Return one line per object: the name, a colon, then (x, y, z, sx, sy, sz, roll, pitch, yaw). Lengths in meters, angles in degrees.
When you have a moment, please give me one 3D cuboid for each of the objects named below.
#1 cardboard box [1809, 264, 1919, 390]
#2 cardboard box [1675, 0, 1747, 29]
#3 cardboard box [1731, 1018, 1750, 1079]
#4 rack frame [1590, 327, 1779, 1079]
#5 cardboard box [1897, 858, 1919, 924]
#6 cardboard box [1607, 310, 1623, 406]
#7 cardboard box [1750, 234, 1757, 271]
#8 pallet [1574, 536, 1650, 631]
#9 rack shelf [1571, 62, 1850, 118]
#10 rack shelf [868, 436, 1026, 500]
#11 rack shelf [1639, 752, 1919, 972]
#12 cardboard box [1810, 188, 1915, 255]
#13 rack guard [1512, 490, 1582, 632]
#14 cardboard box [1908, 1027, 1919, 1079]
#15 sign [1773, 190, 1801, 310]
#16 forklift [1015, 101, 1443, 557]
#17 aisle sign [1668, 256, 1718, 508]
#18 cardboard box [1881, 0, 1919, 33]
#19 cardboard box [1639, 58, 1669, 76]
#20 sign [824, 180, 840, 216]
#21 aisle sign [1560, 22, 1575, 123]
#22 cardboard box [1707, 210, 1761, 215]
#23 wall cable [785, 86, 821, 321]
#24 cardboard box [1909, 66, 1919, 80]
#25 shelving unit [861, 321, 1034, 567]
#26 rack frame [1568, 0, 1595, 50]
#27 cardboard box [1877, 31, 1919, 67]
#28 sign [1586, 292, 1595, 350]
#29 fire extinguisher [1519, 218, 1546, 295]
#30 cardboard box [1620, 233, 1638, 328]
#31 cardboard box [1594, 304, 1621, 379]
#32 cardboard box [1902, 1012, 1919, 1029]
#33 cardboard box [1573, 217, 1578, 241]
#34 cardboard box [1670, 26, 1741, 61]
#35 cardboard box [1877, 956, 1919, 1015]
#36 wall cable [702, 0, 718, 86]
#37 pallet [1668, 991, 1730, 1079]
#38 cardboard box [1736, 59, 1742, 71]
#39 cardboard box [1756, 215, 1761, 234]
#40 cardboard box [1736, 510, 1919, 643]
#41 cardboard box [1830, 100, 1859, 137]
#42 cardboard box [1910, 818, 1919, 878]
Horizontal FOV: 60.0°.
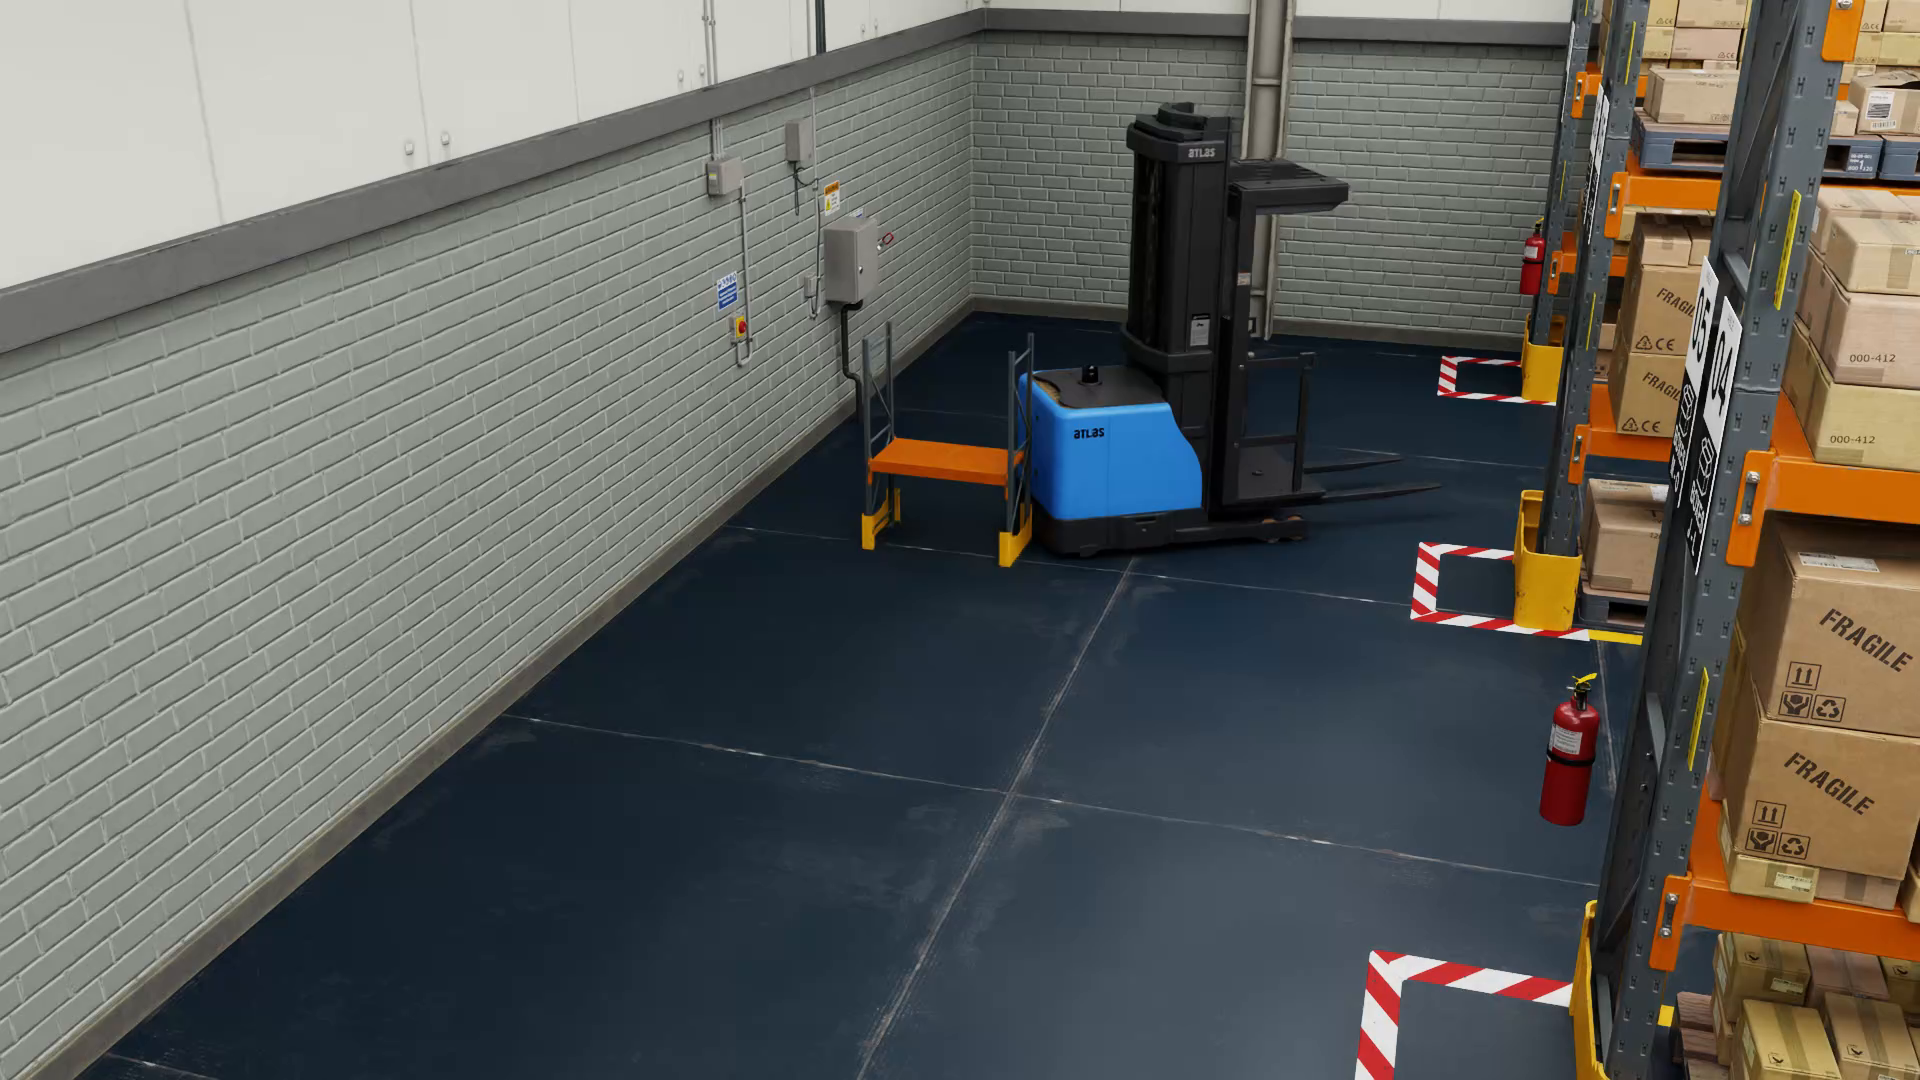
cardboard box: (2.857, -0.633, 4.947, 0.500, 0.250, 0.500, 7, 23, 16)
cardboard box: (6.099, -4.325, 13.556, 0.500, 0.250, 0.500, 6, 23, 15)
cardboard box: (2.929, 1.911, 5.970, 0.250, 0.149, 0.380, 8, 23, 18)
rack frame: (2.502, 0.773, 5.933, 0.127, 3.000, 1.000, 7, 23, 16)
cardboard box: (3.215, 1.106, 5.453, 0.250, 0.149, 0.380, 6, 23, 14)
cardboard box: (4.373, -1.126, 10.431, 0.500, 0.500, 0.500, 7, 23, 16)
cardboard box: (4.582, -1.633, 9.494, 0.250, 0.149, 0.380, 7, 23, 17)
pallet: (4.623, 0.313, 10.729, 1.213, 0.211, 1.003, 7, 23, 16)
rack shelf: (7.180, -3.676, 13.775, 4.000, 0.370, 1.077, 7, 23, 16)
rack shelf: (-0.078, -0.507, 11.503, 1.000, 0.185, 0.538, 7, 23, 16)
rack shelf: (4.417, 1.325, 5.535, 4.000, 0.370, 1.077, 7, 23, 16)
cardboard box: (2.905, -1.031, 5.393, 0.250, 0.149, 0.380, 6, 23, 15)
rack guard: (3.812, 0.117, 10.825, 0.348, 0.500, 1.175, 7, 23, 16)
cardboard box: (3.408, 1.864, 5.692, 0.250, 0.149, 0.380, 6, 23, 15)
sign: (2.345, -0.822, 4.717, 0.005, 0.325, 0.100, 7, 23, 16)
forklift: (1.979, -1.525, 11.625, 3.031, 2.935, 1.130, -6, 23, -13)
aisle sign: (2.519, -0.547, 5.725, 0.004, 0.787, 0.394, 7, 23, 16)
cardboard box: (7.571, -4.168, 13.173, 0.500, 0.250, 0.500, 7, 23, 16)
cardboard box: (5.762, -3.973, 13.882, 0.250, 0.149, 0.380, 7, 23, 16)
sign: (-1.038, -2.778, 13.502, 0.001, 0.242, 0.339, 7, 23, 16)
aisle sign: (5.115, -3.944, 14.007, 0.004, 0.787, 0.394, 7, 23, 16)
cardboard box: (6.591, -2.651, 14.087, 0.500, 0.250, 0.500, 6, 23, 14)
wall cable: (-1.172, -2.633, 12.897, 0.122, 1.984, 0.588, 7, 23, 16)
cardboard box: (7.696, -3.735, 13.300, 0.250, 0.149, 0.380, 7, 23, 17)
shelving unit: (-0.086, -0.674, 11.437, 1.083, 1.500, 0.587, 7, 23, 16)
rack frame: (5.265, -5.616, 13.603, 0.127, 3.000, 1.000, 7, 23, 16)
cardboard box: (7.573, -3.933, 13.259, 0.500, 0.250, 0.500, 7, 23, 17)
sign: (3.669, -1.273, 9.675, 0.005, 0.325, 0.100, 7, 23, 16)
fire extinguisher: (4.991, -2.480, 14.457, 0.183, 0.674, 0.296, 7, 23, 16)
cardboard box: (4.365, -1.579, 10.218, 0.500, 0.500, 0.500, 7, 23, 17)
cardboard box: (5.823, -1.778, 14.888, 0.637, 0.503, 0.797, 6, 23, 13)
cardboard box: (3.588, 1.771, 6.312, 0.250, 0.149, 0.380, 6, 23, 13)
cardboard box: (5.660, -2.785, 14.939, 0.250, 0.149, 0.380, 6, 23, 15)
cardboard box: (6.104, -4.100, 13.666, 0.500, 0.250, 0.500, 7, 23, 17)
cardboard box: (3.590, 1.619, 6.289, 0.250, 0.149, 0.380, 6, 23, 14)
wall cable: (-1.692, -4.333, 10.476, 0.029, 3.000, 0.463, 7, 23, 16)
pallet: (3.342, 2.173, 6.193, 1.213, 0.211, 1.003, 7, 23, 16)
cardboard box: (6.464, -3.848, 13.577, 0.250, 0.149, 0.380, 6, 23, 15)
cardboard box: (4.758, -1.862, 10.053, 0.250, 0.149, 0.380, 6, 23, 15)
cardboard box: (3.012, 0.086, 5.766, 0.500, 0.500, 0.500, 6, 23, 14)
cardboard box: (4.810, -2.346, 9.229, 0.250, 0.149, 0.380, 7, 23, 17)
cardboard box: (3.372, 0.788, 5.372, 0.500, 0.500, 0.500, 7, 23, 16)
